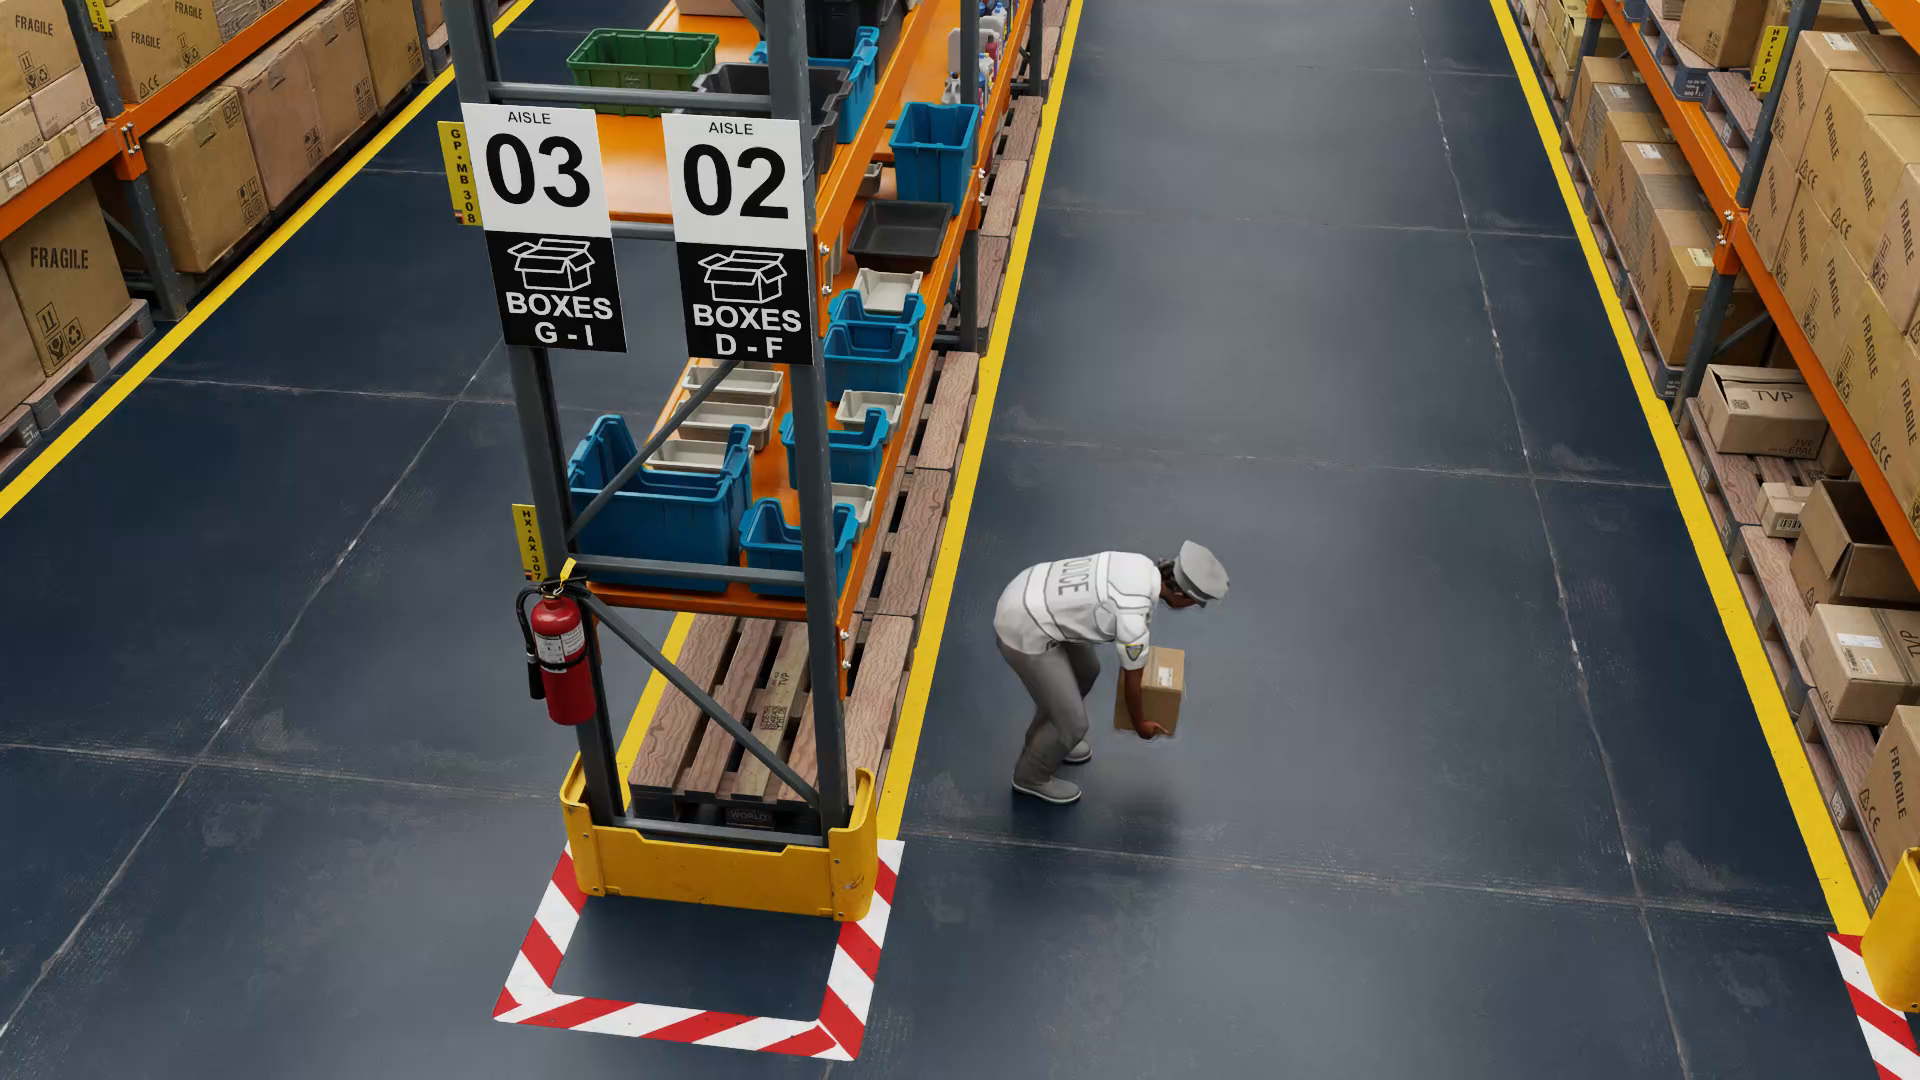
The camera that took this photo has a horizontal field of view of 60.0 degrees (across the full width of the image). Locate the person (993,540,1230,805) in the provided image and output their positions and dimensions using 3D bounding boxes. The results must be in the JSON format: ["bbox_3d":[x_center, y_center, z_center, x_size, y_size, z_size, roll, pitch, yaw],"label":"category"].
[{"bbox_3d":[0.587,0.519,6.707,0.907,1.236,0.433,7,37,9],"label":"person"}]
